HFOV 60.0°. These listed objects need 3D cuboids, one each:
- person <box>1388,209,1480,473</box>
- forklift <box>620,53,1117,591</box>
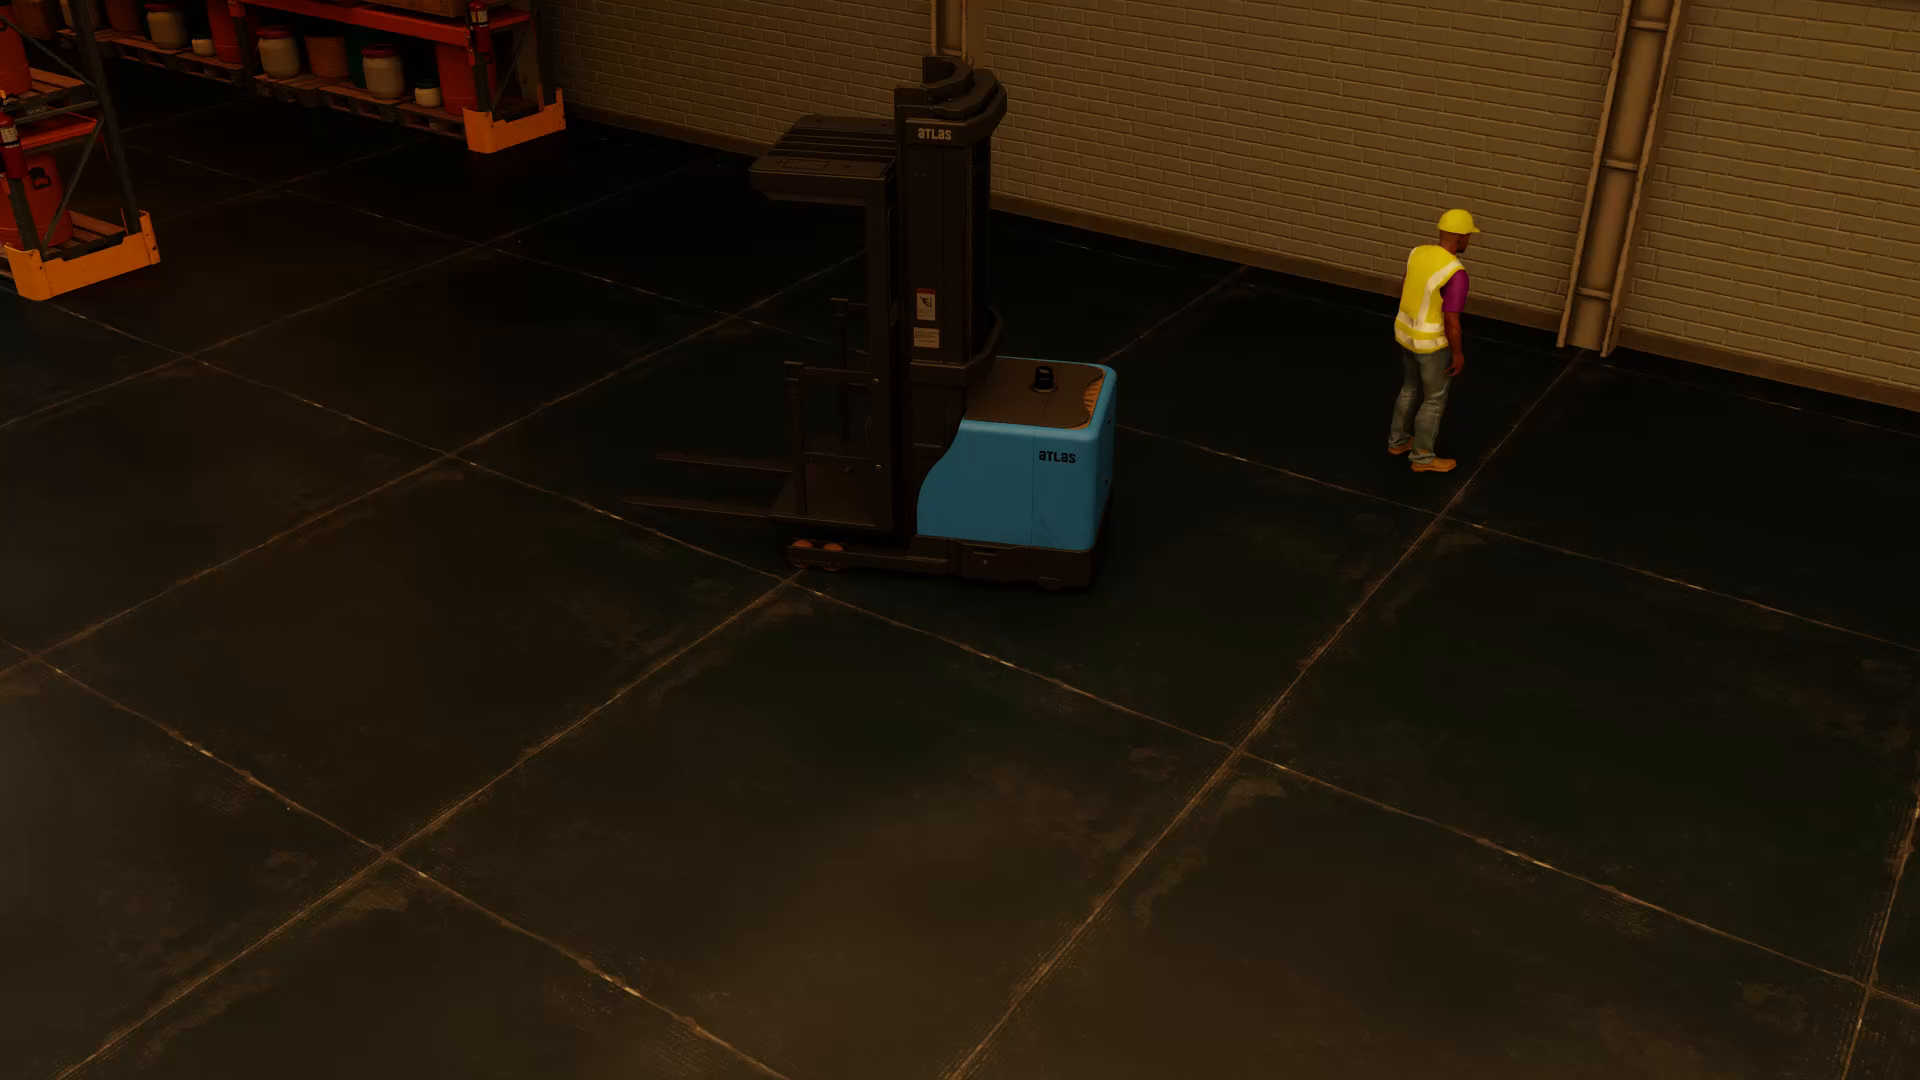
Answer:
[{"bbox_3d":[3.138,-1.334,11.048,0.463,1.760,0.631,-10,32,-16],"label":"person"},{"bbox_3d":[-0.596,-1.330,9.871,3.031,2.935,1.130,6,31,10],"label":"forklift"}]
